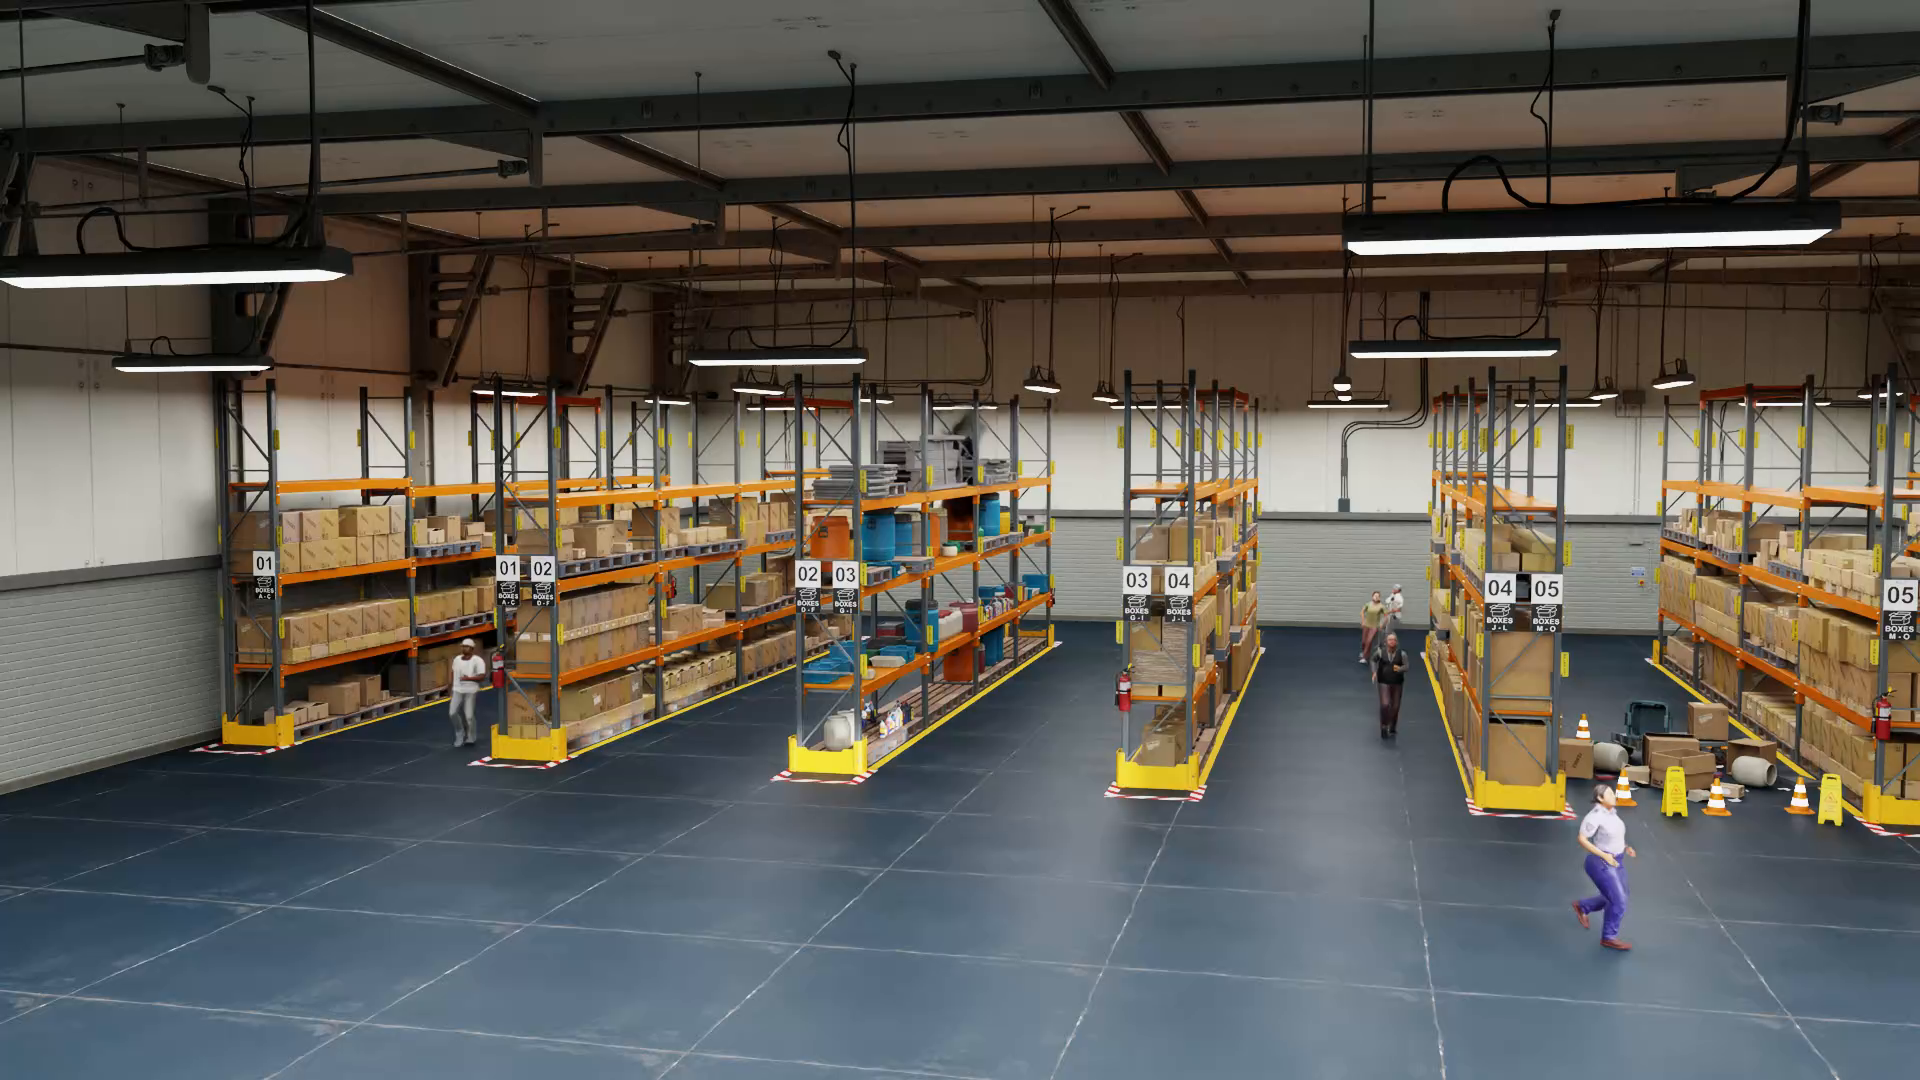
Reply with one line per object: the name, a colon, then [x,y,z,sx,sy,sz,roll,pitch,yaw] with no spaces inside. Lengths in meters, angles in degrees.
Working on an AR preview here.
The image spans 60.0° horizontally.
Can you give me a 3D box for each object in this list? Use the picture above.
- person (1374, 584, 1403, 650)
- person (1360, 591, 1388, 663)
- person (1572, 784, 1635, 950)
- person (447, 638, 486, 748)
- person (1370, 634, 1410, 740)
person: [10.205,1.844,39.483,0.544,1.638,0.758,0,3,-5]
person: [9.300,1.950,37.384,0.636,1.614,0.629,1,4,22]
person: [6.361,3.211,16.506,0.652,1.597,0.611,3,5,44]
person: [-8.096,2.505,27.177,0.675,1.775,0.657,0,3,7]
person: [7.236,2.470,27.961,0.624,1.780,0.752,0,3,7]
